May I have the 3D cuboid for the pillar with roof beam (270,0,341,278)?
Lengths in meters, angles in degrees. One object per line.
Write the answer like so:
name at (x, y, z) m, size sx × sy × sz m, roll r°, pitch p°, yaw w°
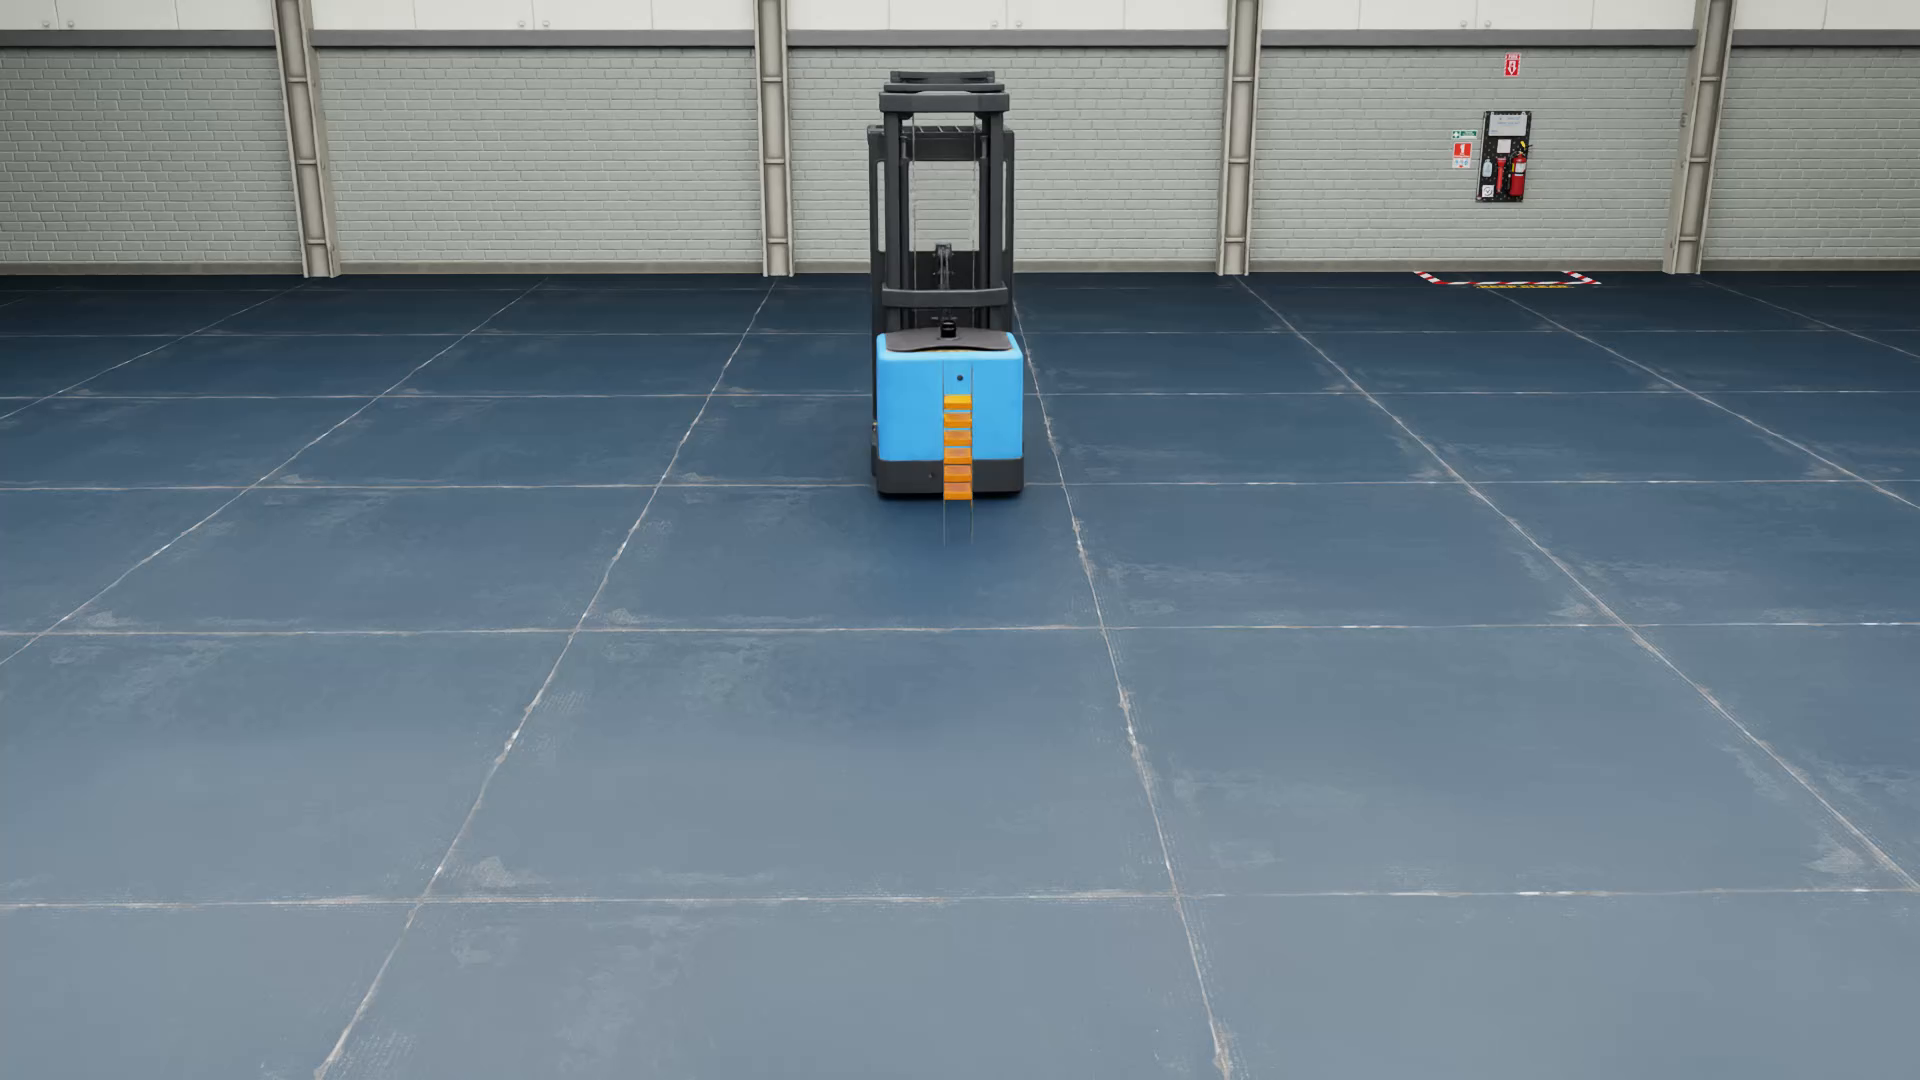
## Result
pillar with roof beam at (-8.322, -6.452, 16.428) m, size 0.400 × 9.000 × 9.100 m, roll 0°, pitch 18°, yaw -1°

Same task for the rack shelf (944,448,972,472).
rack shelf at (-0.014, -0.529, 10.878) m, size 0.180 × 0.103 × 0.258 m, roll 0°, pitch 18°, yaw -1°

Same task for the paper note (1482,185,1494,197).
paper note at (6.958, -4.597, 21.910) m, size 0.142 × 0.148 × 0.016 m, roll 0°, pitch 18°, yaw -1°

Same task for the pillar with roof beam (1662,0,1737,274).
pillar with roof beam at (9.676, -6.539, 16.698) m, size 0.400 × 9.000 × 9.100 m, roll 0°, pitch 18°, yaw -1°

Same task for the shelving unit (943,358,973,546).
shelving unit at (-0.014, -0.571, 10.864) m, size 0.189 × 1.200 × 0.258 m, roll 0°, pitch 18°, yaw -1°

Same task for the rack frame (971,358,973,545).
rack frame at (0.077, -0.572, 10.865) m, size 0.006 × 1.200 × 0.240 m, roll 0°, pitch 18°, yaw -1°

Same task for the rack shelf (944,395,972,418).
rack shelf at (-0.014, -0.872, 10.768) m, size 0.180 × 0.103 × 0.258 m, roll 0°, pitch 18°, yaw -1°

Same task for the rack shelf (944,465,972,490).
rack shelf at (-0.014, -0.415, 10.914) m, size 0.180 × 0.103 × 0.258 m, roll 0°, pitch 18°, yaw -1°

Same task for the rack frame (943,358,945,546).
rack frame at (-0.106, -0.571, 10.863) m, size 0.006 × 1.200 × 0.240 m, roll 0°, pitch 18°, yaw -1°

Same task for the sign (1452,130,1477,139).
sign at (6.586, -5.292, 21.708) m, size 0.331 × 0.109 × 0.001 m, roll 0°, pitch 18°, yaw -1°

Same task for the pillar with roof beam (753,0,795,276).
pillar with roof beam at (-2.323, -6.481, 16.518) m, size 0.400 × 9.000 × 9.100 m, roll 0°, pitch 18°, yaw -1°

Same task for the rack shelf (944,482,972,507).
rack shelf at (-0.014, -0.300, 10.951) m, size 0.180 × 0.103 × 0.258 m, roll 0°, pitch 18°, yaw -1°

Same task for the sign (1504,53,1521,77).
sign at (7.126, -6.131, 21.453) m, size 0.199 × 0.298 × 0.001 m, roll 0°, pitch 18°, yaw -1°

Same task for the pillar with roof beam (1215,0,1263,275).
pillar with roof beam at (3.676, -6.510, 16.608) m, size 0.400 × 9.000 × 9.100 m, roll 0°, pitch 18°, yaw -1°

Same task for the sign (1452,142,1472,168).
sign at (6.582, -5.042, 21.797) m, size 0.234 × 0.329 × 0.001 m, roll 0°, pitch 18°, yaw -1°

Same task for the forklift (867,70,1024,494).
forklift at (-0.154, -2.126, 12.878) m, size 1.130 × 2.935 × 3.031 m, roll -1°, pitch 18°, yaw -4°

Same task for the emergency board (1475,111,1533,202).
emergency board at (7.136, -4.997, 21.713) m, size 0.643 × 1.169 × 0.194 m, roll 0°, pitch 18°, yaw -1°

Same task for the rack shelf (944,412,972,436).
rack shelf at (-0.014, -0.757, 10.804) m, size 0.180 × 0.103 × 0.258 m, roll 0°, pitch 18°, yaw -1°

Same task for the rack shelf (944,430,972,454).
rack shelf at (-0.014, -0.643, 10.841) m, size 0.180 × 0.103 × 0.258 m, roll 0°, pitch 18°, yaw -1°
